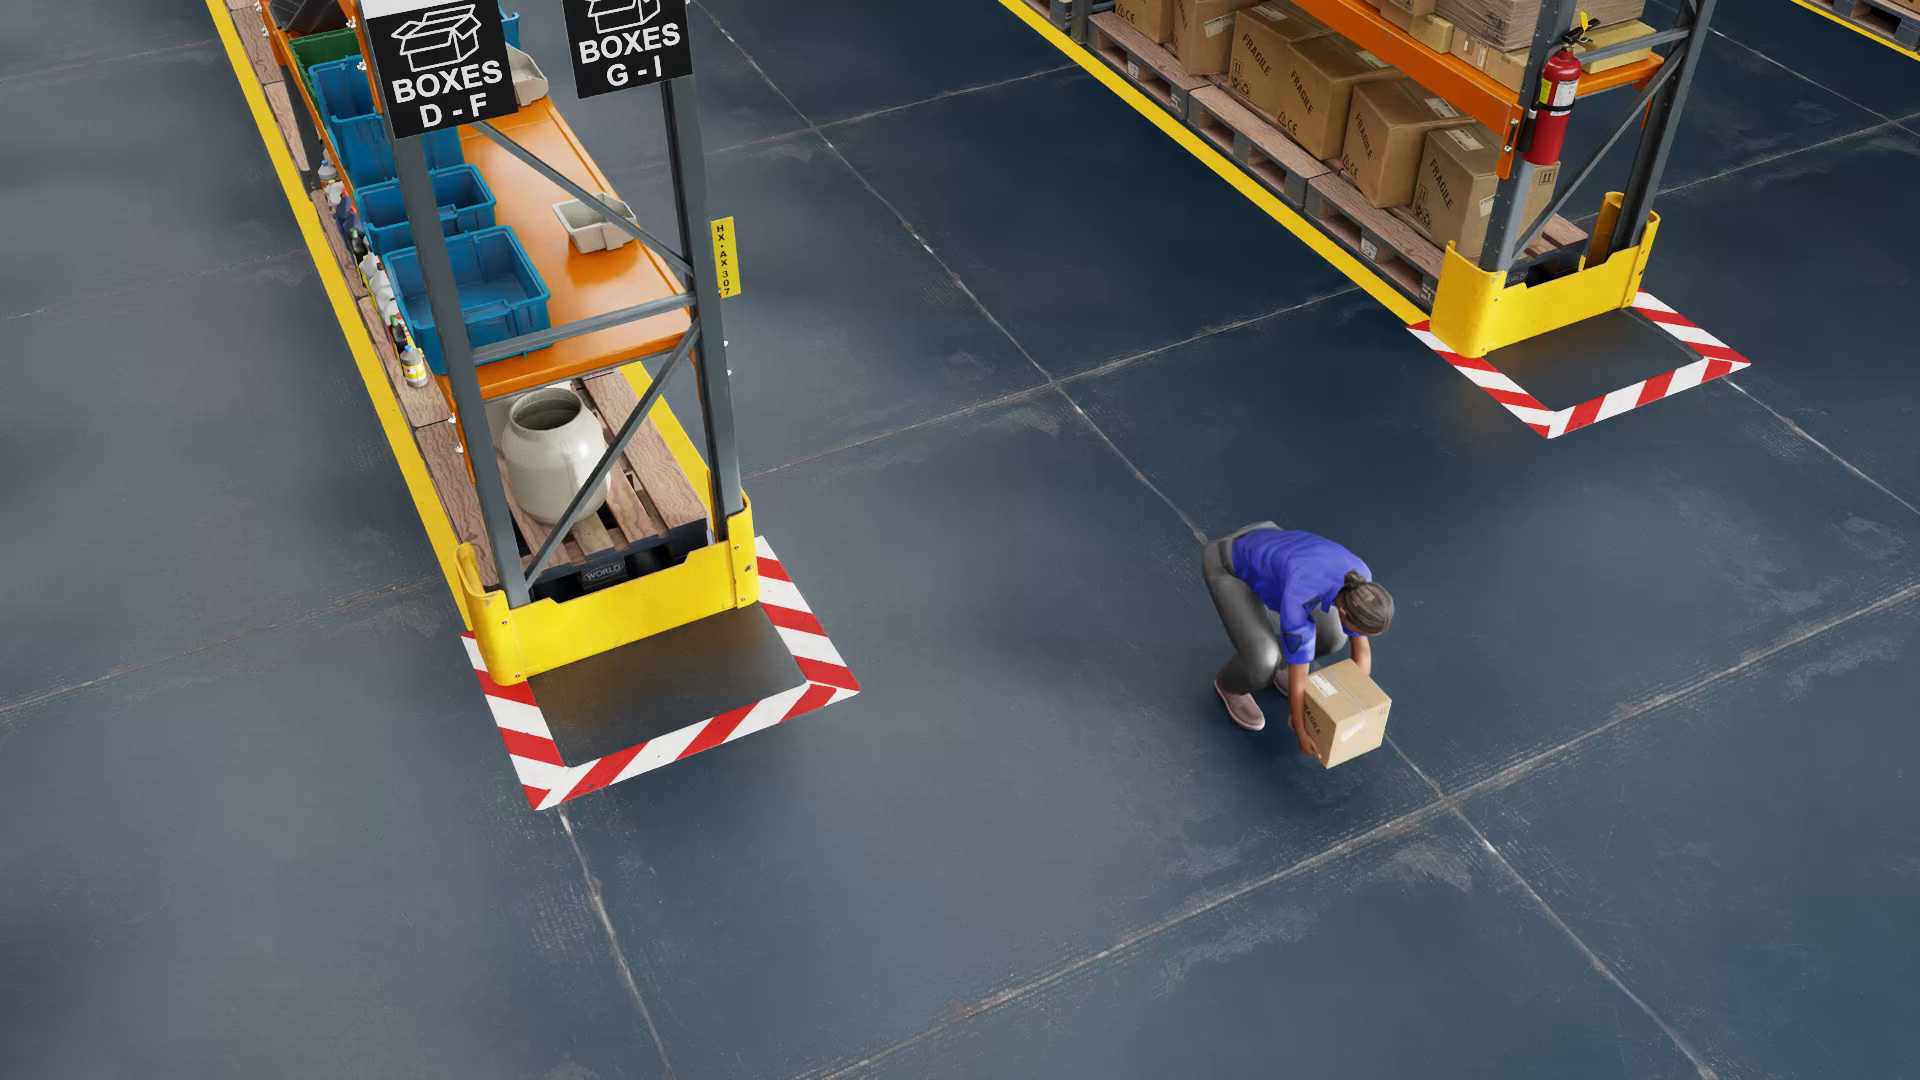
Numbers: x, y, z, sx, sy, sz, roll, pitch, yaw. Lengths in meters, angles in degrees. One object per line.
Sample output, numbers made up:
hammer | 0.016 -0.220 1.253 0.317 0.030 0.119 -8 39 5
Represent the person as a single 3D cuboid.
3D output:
person | 1.271 0.338 6.325 0.464 0.943 0.857 -21 46 -22
